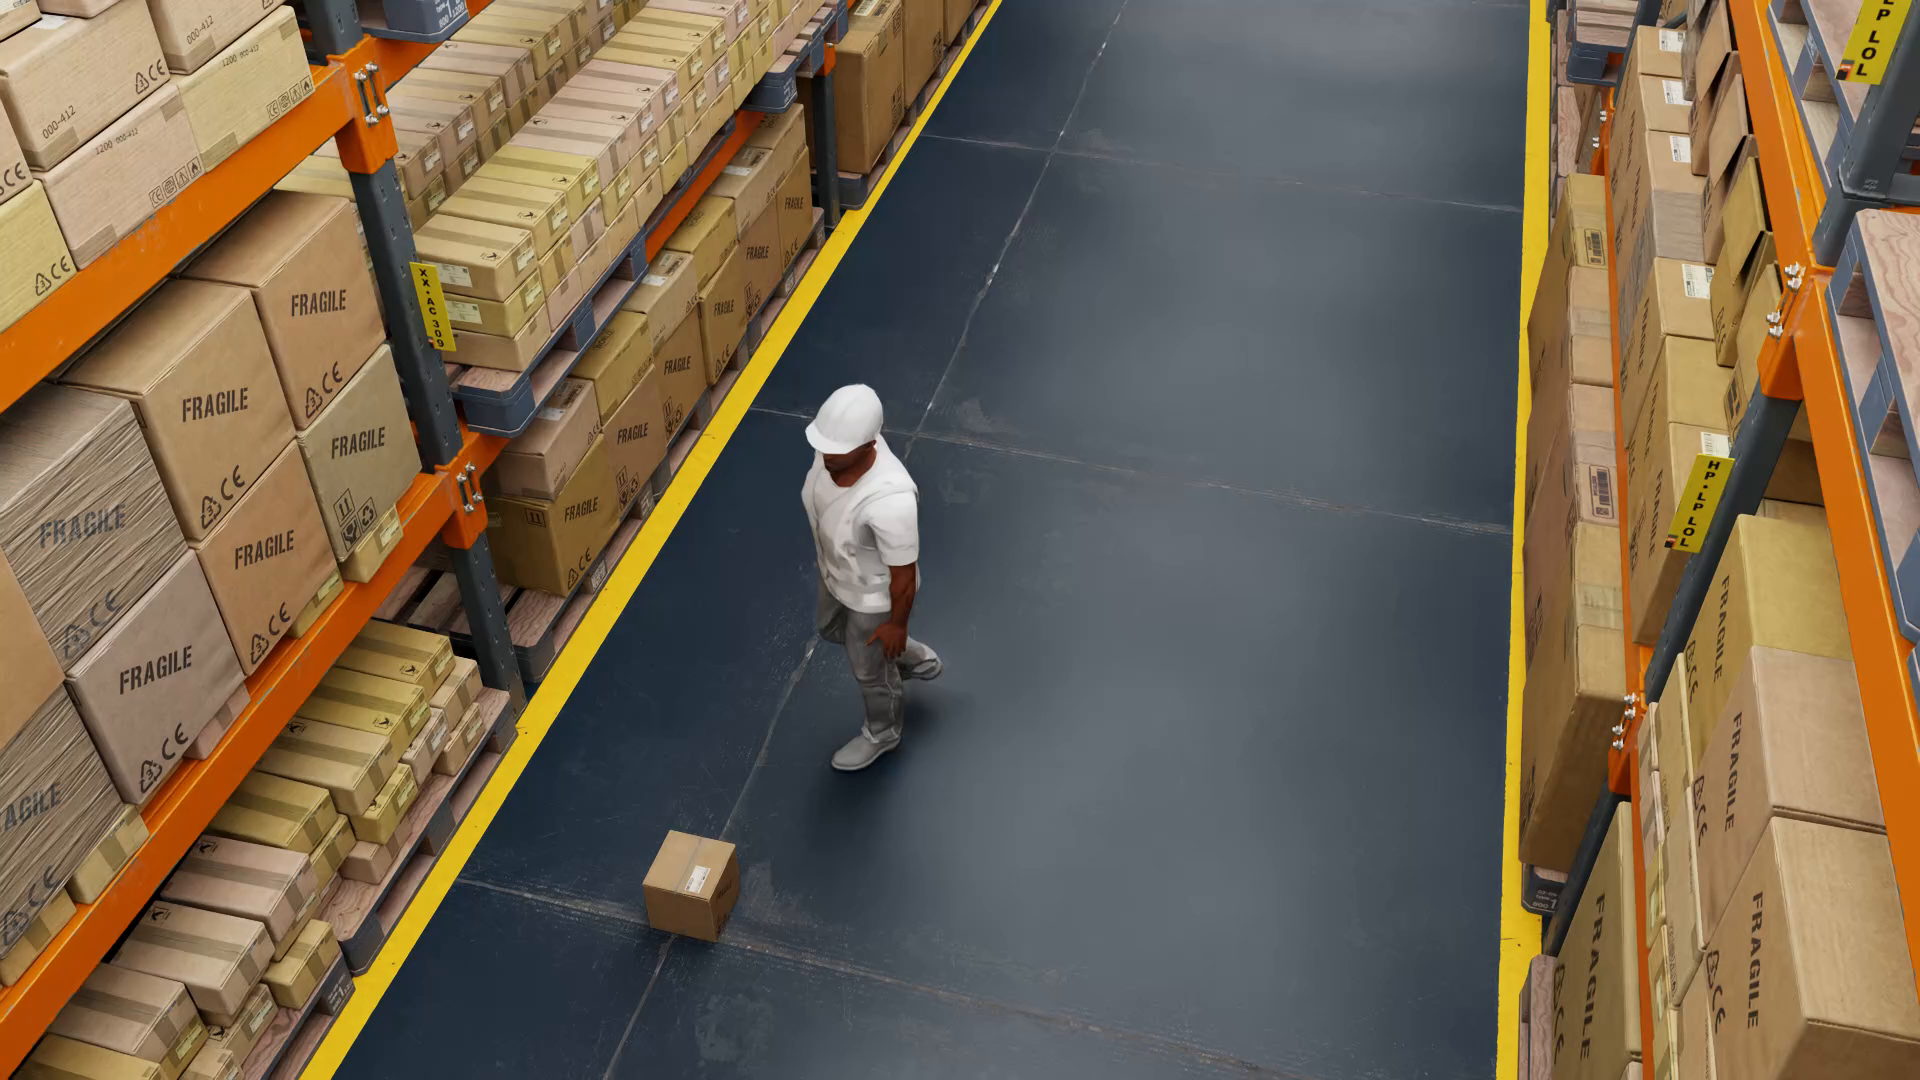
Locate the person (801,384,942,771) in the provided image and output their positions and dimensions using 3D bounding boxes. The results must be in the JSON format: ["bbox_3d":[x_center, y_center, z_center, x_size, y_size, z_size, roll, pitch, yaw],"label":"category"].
[{"bbox_3d":[-0.277,0.113,6.001,0.579,1.765,0.609,-19,44,-21],"label":"person"}]
